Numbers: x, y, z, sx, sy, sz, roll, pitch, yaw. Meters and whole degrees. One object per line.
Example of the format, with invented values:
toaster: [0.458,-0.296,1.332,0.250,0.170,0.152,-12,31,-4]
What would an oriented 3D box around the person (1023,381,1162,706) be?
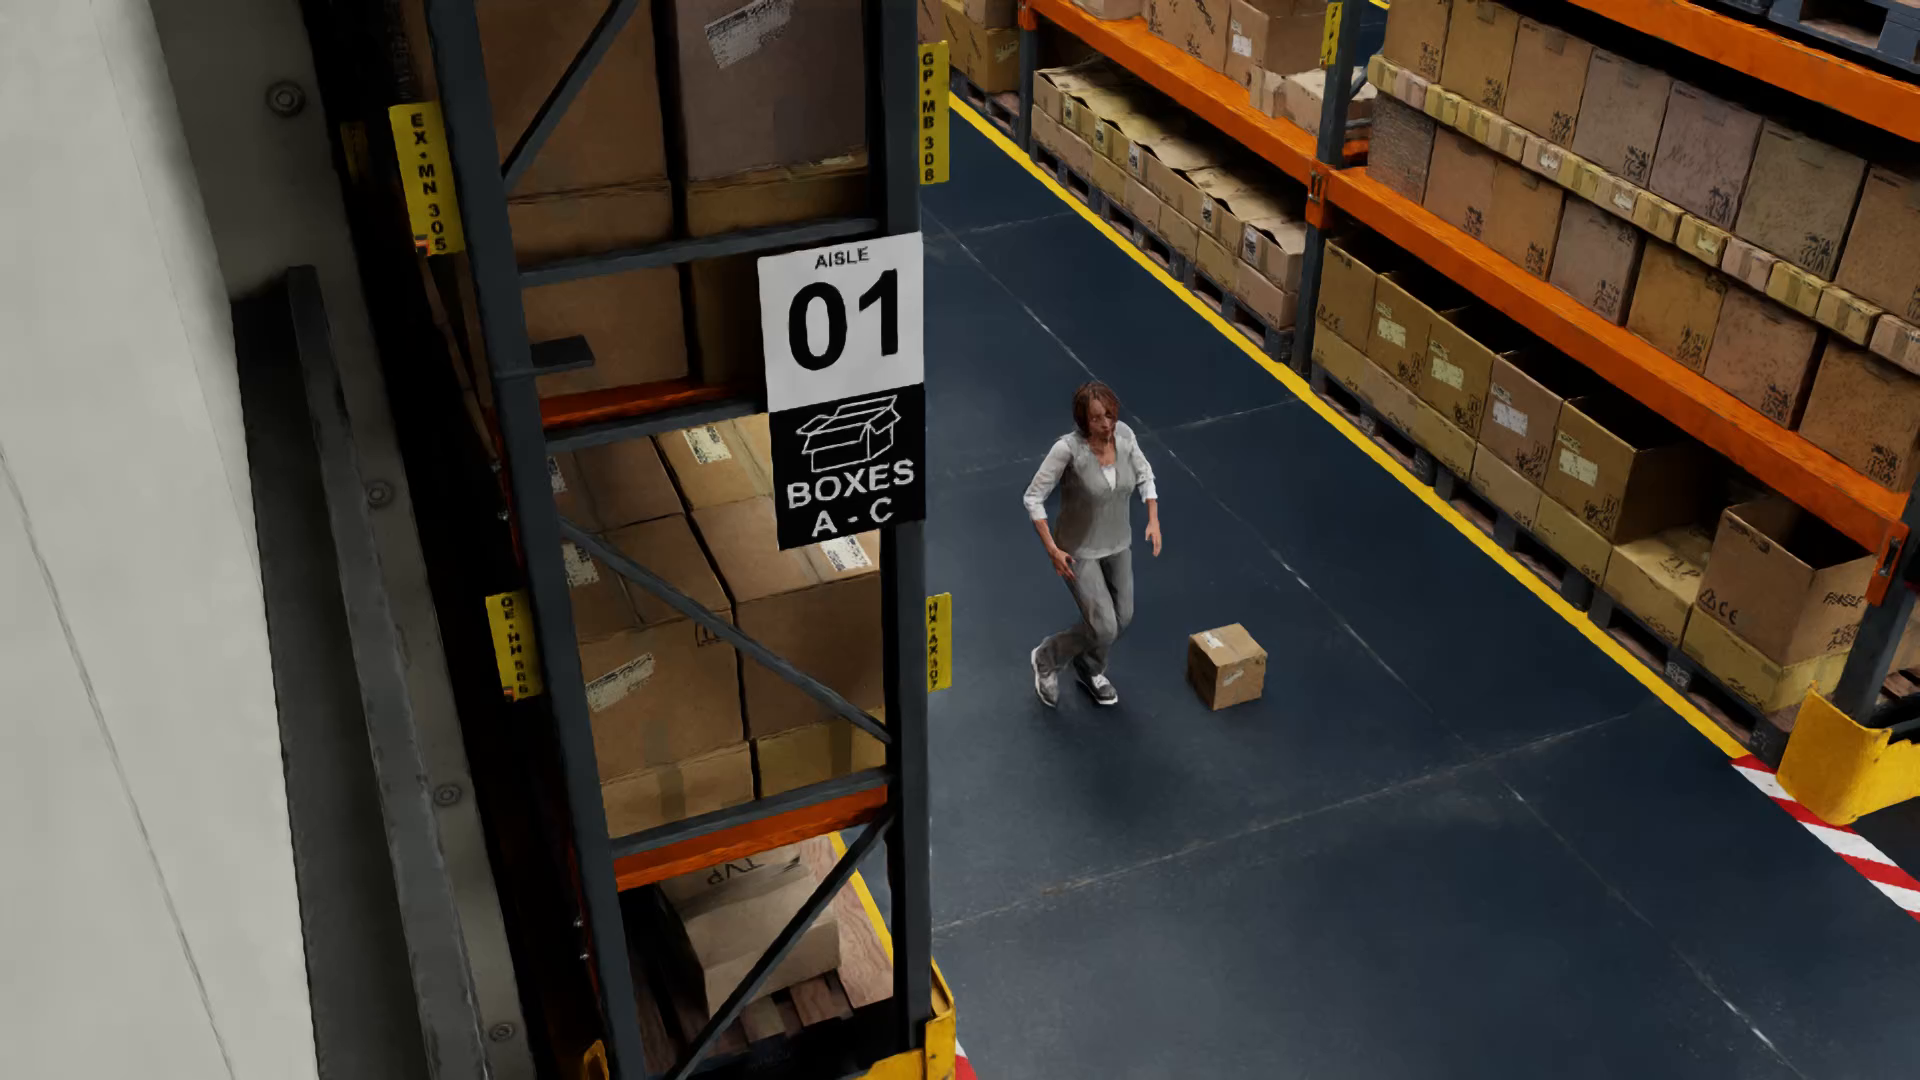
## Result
person: [0.606,0.044,7.026,0.579,1.567,0.442,-24,40,-31]
